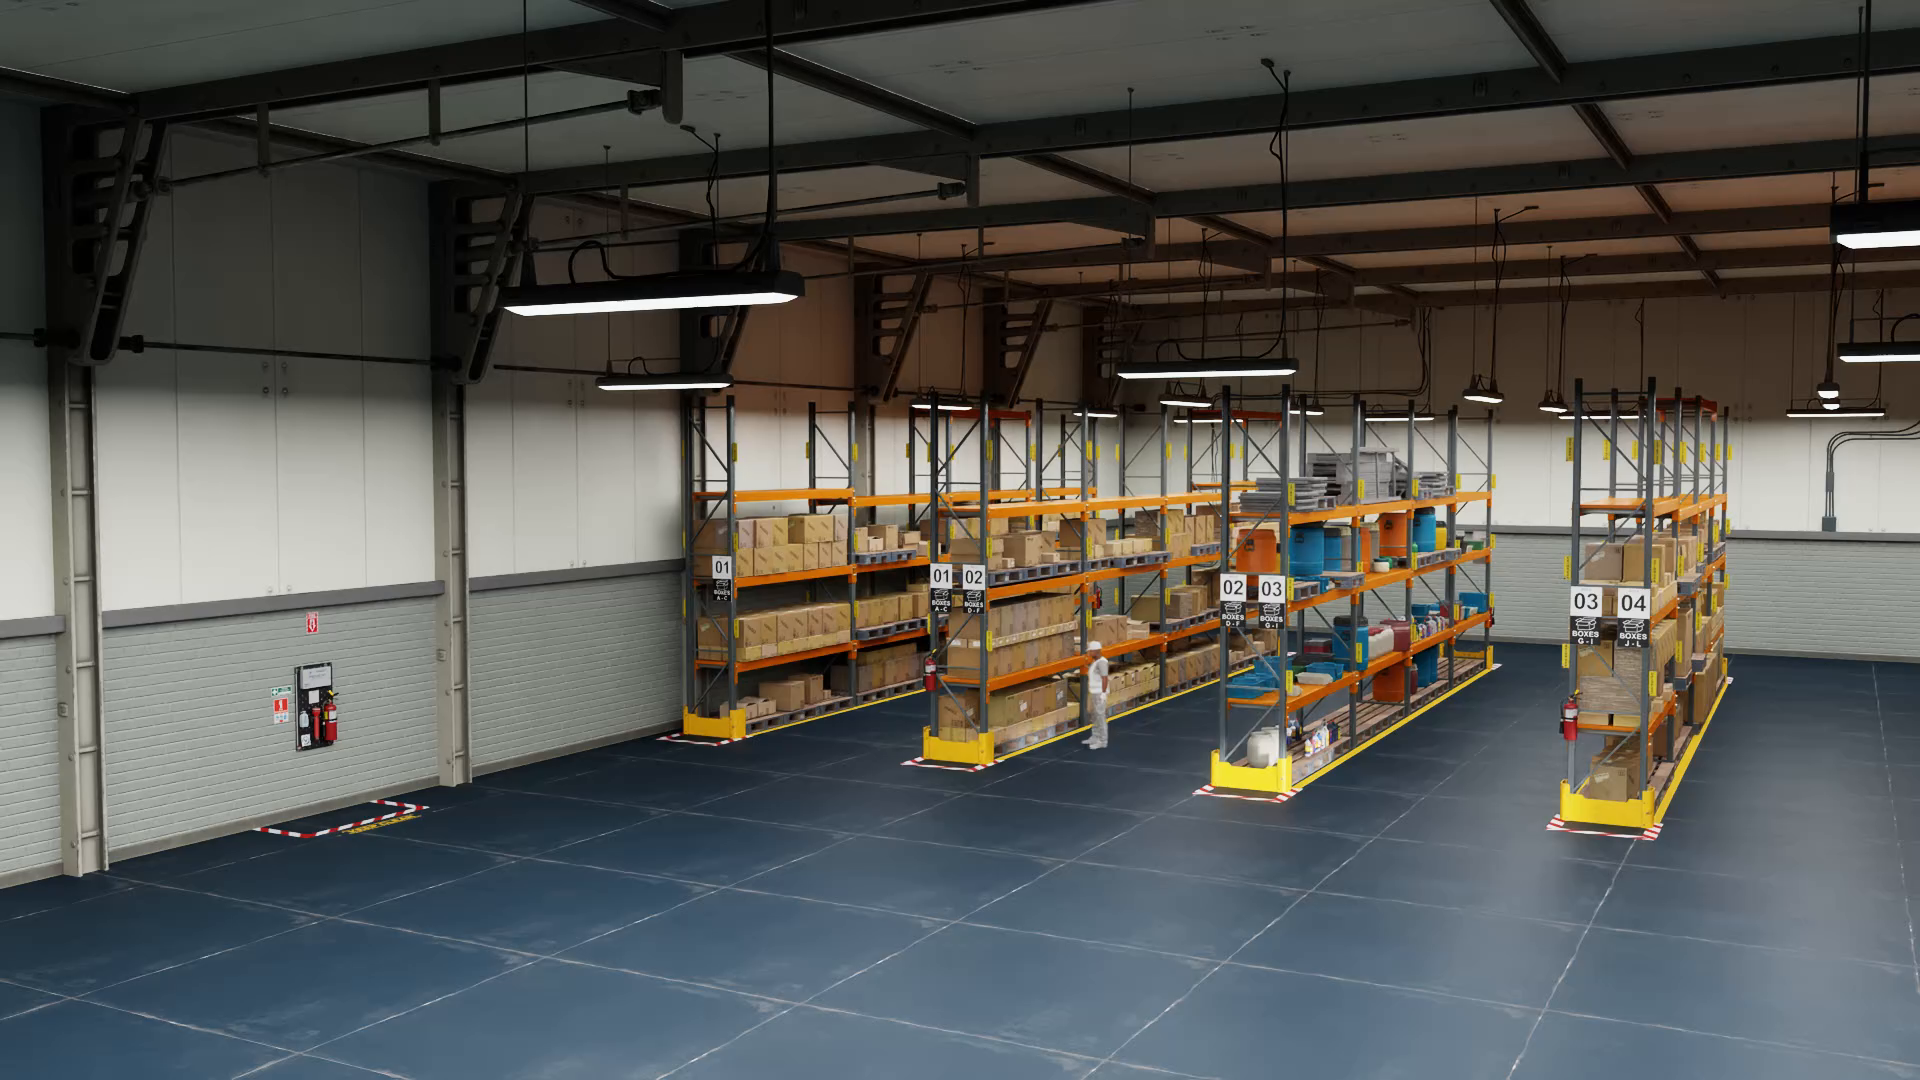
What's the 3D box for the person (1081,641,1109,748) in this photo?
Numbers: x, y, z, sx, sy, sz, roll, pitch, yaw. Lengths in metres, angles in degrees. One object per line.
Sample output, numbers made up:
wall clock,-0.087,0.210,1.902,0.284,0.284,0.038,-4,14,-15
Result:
person,2.309,2.614,28.304,0.426,1.780,0.633,0,3,-9
